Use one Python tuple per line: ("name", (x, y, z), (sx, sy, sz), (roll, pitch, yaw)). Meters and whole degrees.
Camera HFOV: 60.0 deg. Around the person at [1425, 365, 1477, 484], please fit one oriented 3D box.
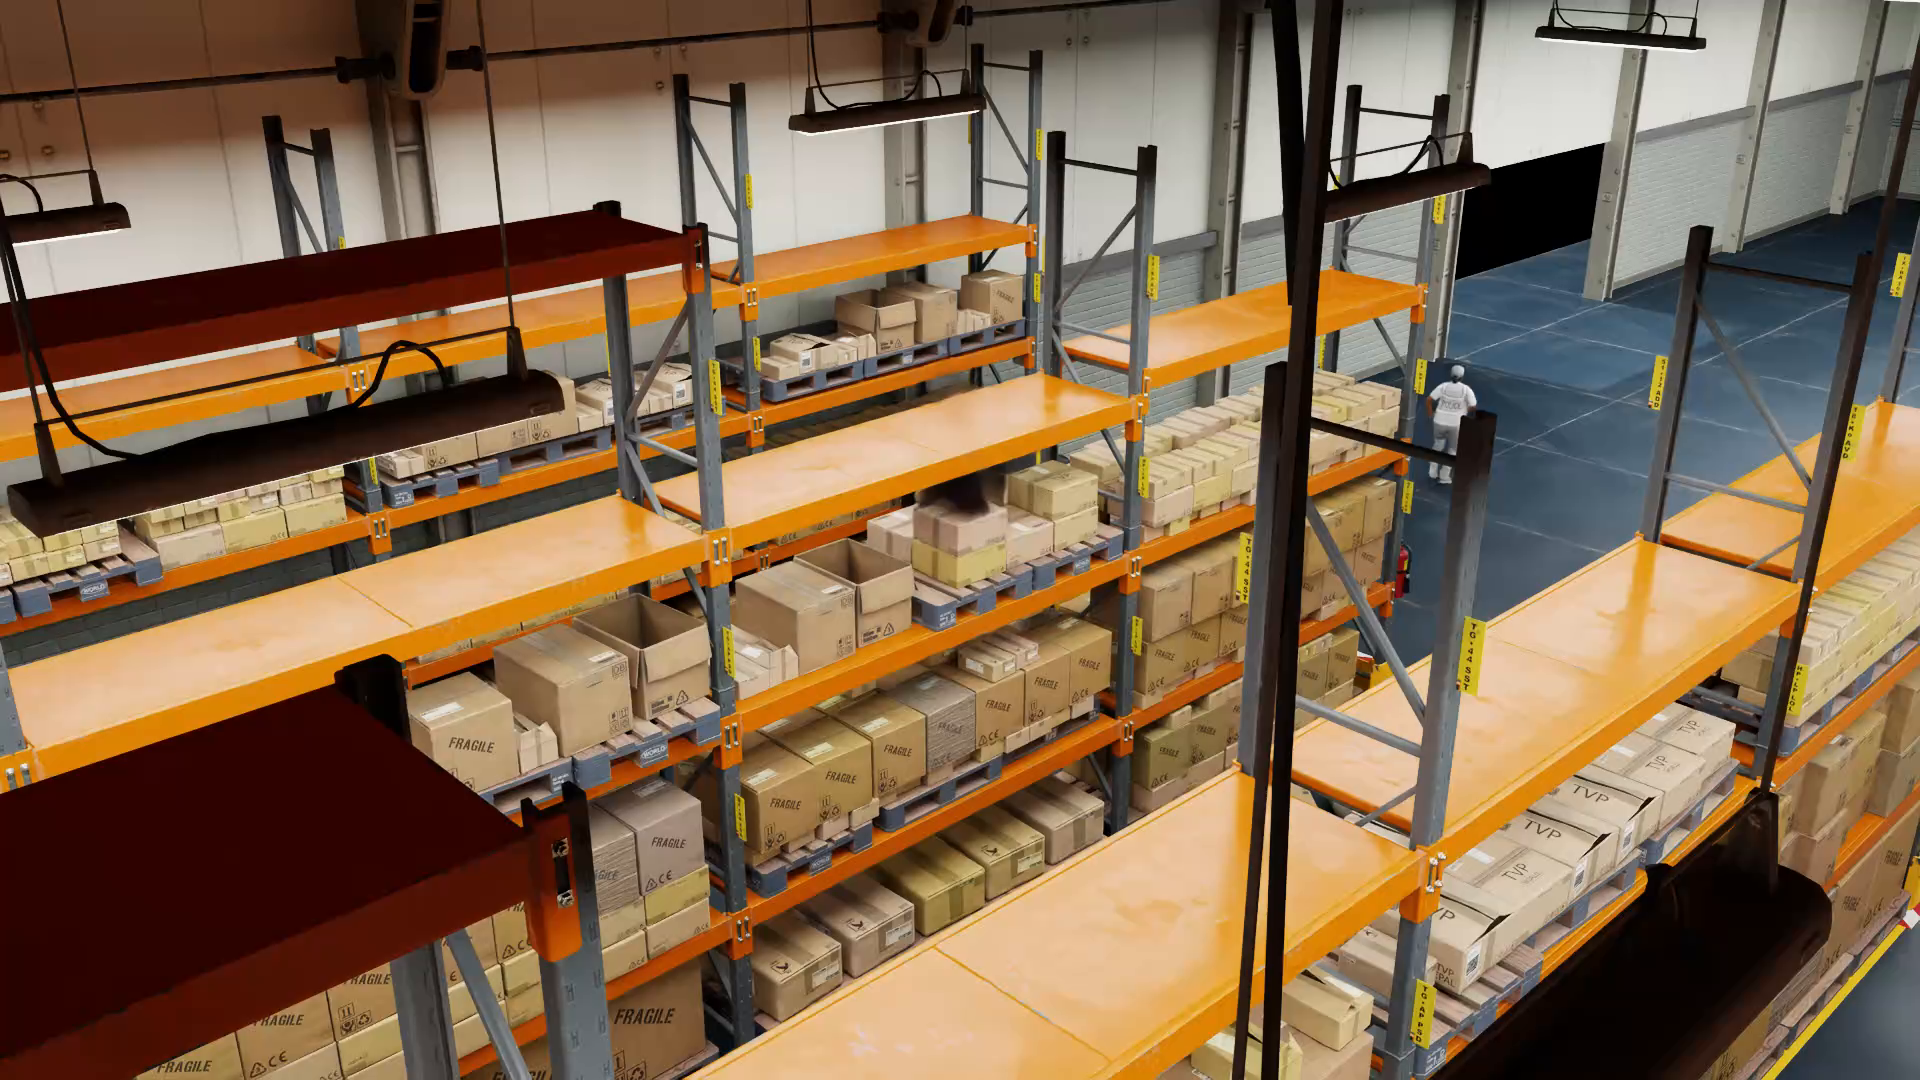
("person", (6.640, -1.586, 22.527), (0.661, 1.639, 0.570), (10, 25, 23))
